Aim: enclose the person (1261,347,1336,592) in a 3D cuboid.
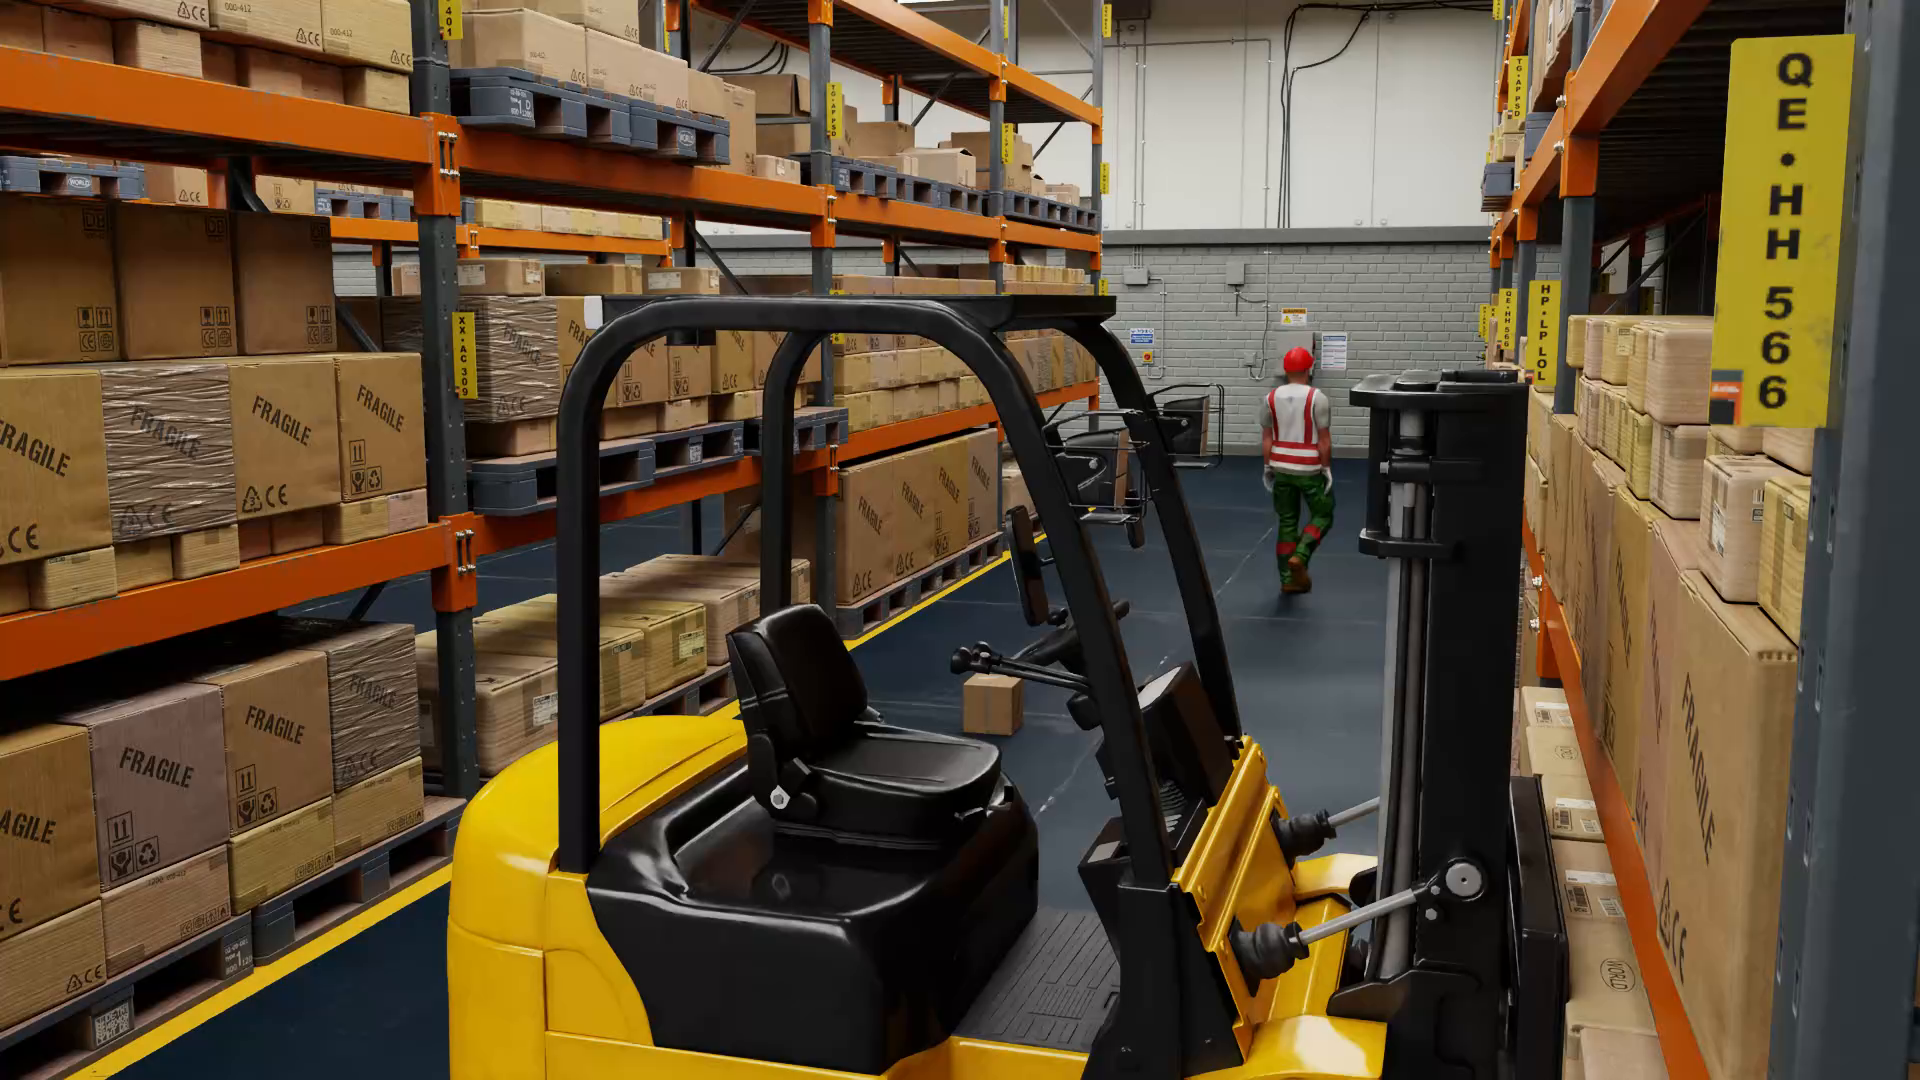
[{"bbox_3d":[2.434,-0.502,12.051,0.541,1.784,0.560,6,10,34],"label":"person"}]
